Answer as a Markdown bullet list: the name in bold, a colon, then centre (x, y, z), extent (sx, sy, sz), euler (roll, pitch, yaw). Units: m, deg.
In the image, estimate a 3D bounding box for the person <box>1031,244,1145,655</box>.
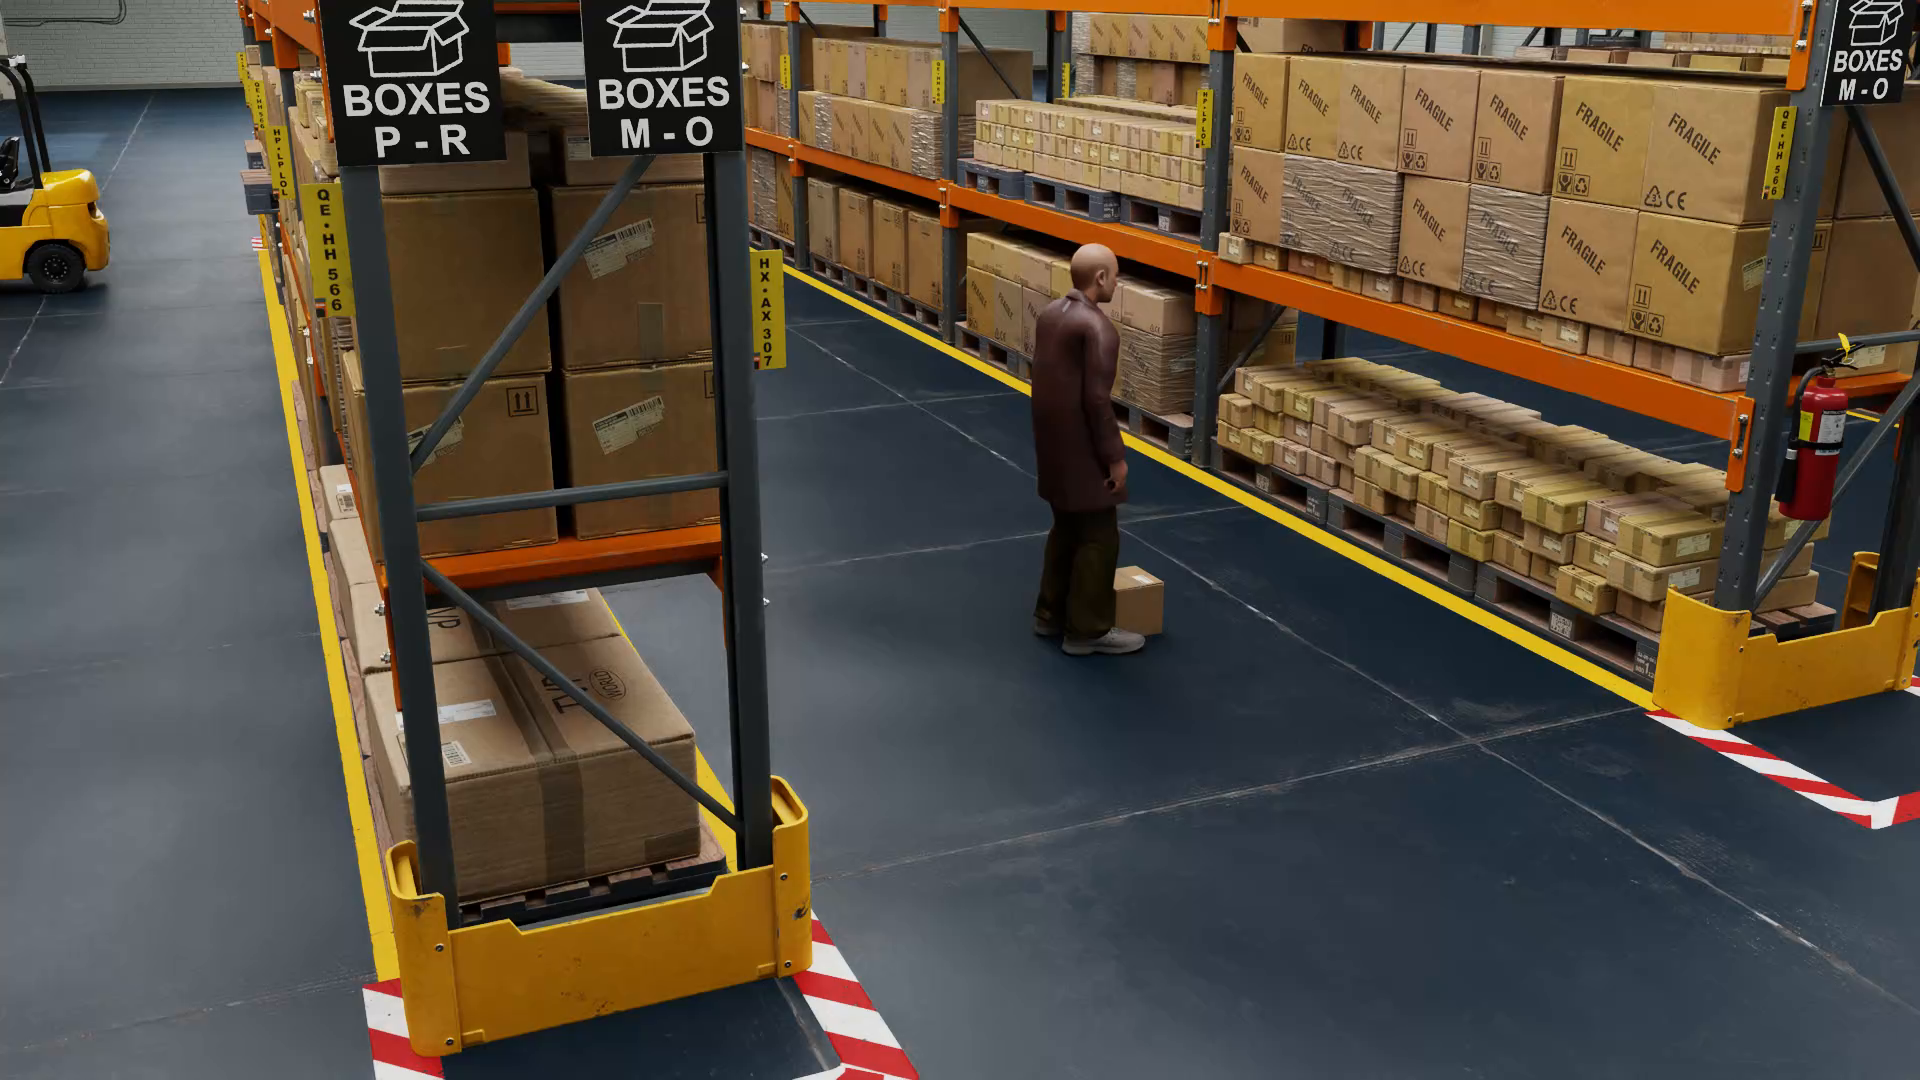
- **person**: centre (0.535, -0.400, 7.276), extent (0.426, 1.774, 0.644), euler (-8, 20, -22)
